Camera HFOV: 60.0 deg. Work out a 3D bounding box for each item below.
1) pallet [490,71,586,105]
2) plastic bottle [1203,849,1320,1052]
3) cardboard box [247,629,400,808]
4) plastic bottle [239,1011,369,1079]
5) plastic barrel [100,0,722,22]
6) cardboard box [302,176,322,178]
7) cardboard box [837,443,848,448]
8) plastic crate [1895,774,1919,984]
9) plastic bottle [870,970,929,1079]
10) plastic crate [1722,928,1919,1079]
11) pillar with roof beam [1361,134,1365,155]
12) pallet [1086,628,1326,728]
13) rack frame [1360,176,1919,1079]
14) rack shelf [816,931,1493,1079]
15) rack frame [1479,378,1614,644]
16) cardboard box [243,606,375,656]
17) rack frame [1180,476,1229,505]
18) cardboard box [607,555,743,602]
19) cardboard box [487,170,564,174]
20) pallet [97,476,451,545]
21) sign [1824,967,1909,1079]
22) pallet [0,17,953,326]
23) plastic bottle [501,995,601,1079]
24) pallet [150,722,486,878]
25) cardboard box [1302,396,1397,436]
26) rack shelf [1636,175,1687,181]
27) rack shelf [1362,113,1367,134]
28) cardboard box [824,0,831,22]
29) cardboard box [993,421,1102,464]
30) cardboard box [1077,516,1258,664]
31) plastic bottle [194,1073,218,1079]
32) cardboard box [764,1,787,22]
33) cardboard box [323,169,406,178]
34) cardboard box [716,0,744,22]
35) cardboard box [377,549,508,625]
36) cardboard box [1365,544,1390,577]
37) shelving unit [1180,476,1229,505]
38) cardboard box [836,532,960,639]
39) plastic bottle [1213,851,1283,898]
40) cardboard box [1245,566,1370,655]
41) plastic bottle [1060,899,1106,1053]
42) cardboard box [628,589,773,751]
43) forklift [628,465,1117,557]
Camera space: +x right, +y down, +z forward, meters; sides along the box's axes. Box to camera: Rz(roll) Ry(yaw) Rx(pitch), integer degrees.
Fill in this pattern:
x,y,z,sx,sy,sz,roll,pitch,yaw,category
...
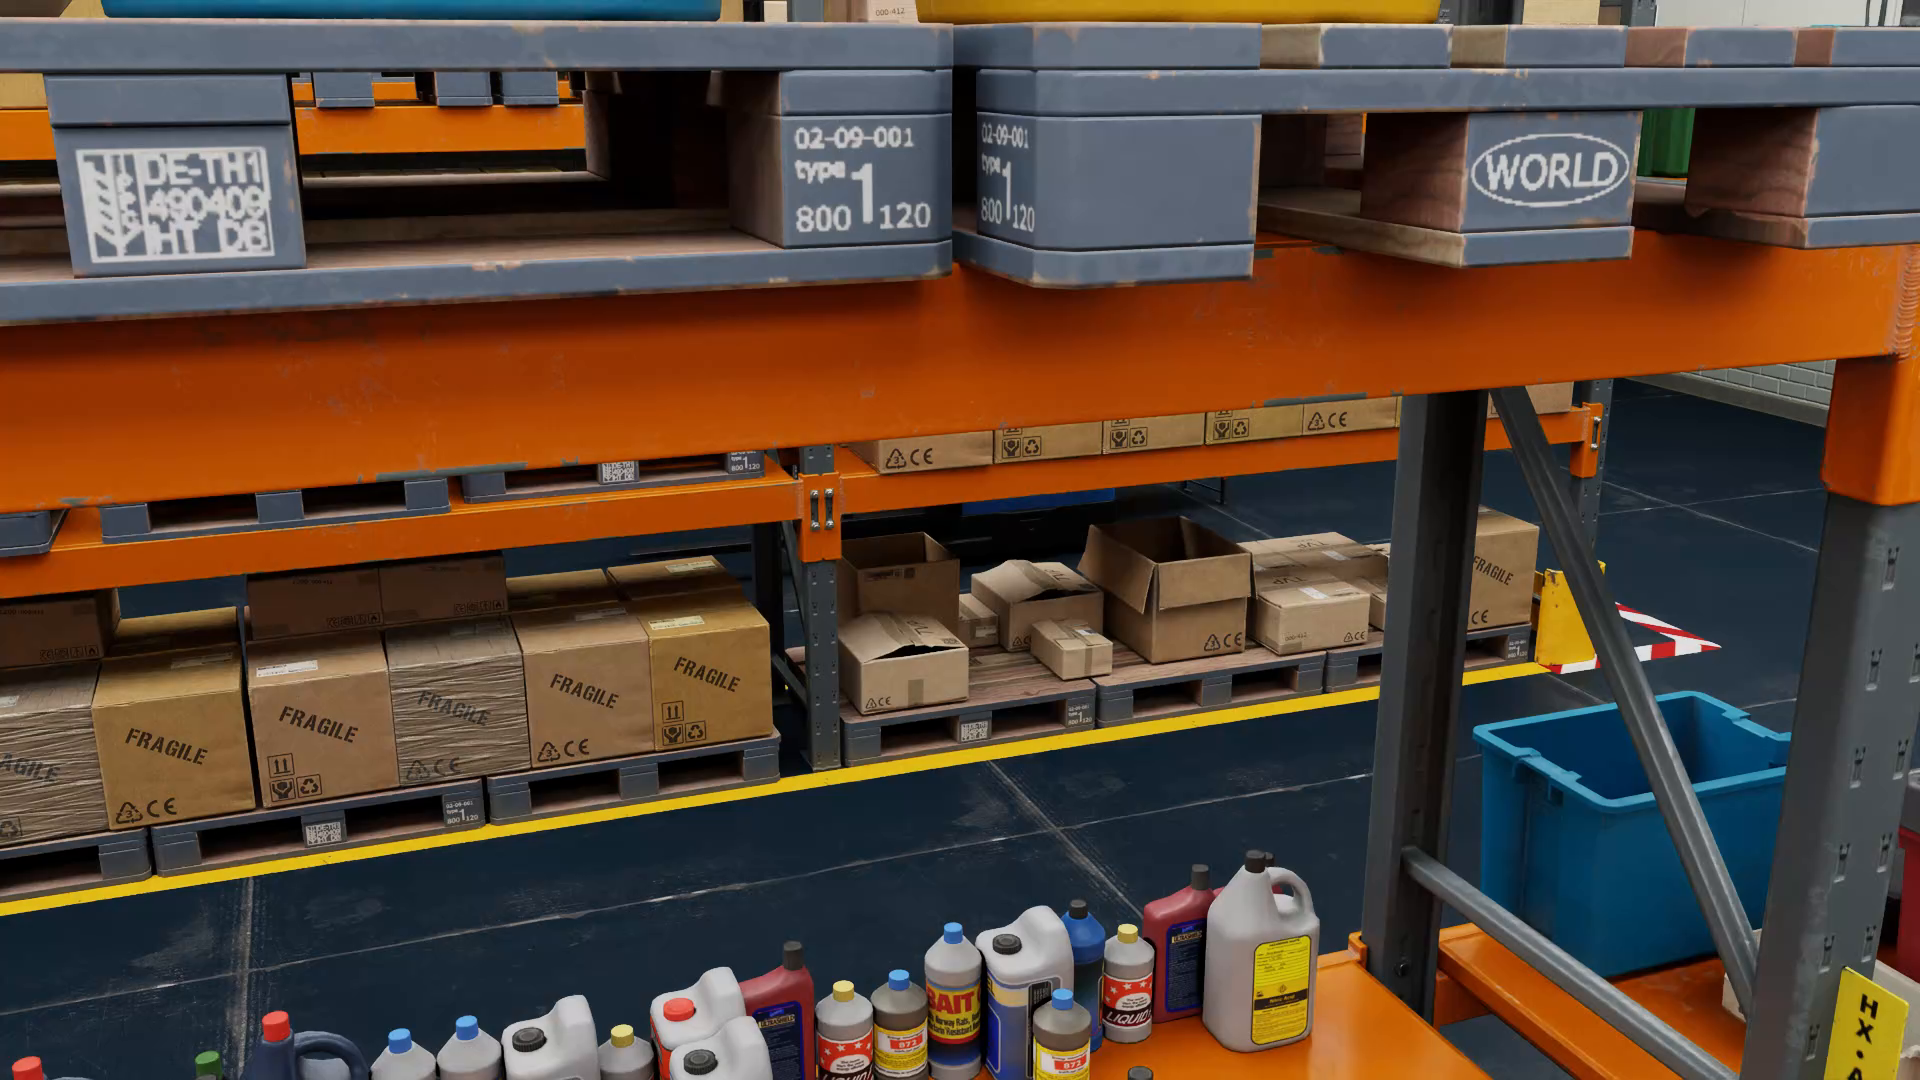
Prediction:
x,y,z,sx,sy,sz,roll,pitch,yaw,category
-1.386,-1.873,6.662,1.003,0.211,1.213,-6,17,-20,pallet
0.535,0.711,2.942,0.185,0.351,0.144,-6,17,-20,plastic bottle
-2.517,0.692,6.572,0.500,0.500,0.500,-7,18,-22,cardboard box
-0.965,0.854,2.453,0.185,0.351,0.144,-6,17,-20,plastic bottle
-0.522,-0.936,1.504,0.708,0.901,0.600,-6,17,-20,plastic barrel
-4.305,-2.168,10.584,0.500,0.250,0.500,-7,18,-21,cardboard box
-0.377,-0.737,7.606,0.500,0.500,0.500,-6,17,-19,cardboard box
1.940,0.649,2.844,0.583,0.464,0.402,-6,17,-20,plastic crate
-0.102,0.826,2.816,0.097,0.201,0.097,0,16,0,plastic bottle
1.503,0.821,2.840,0.243,0.136,0.396,-6,17,-20,plastic crate
4.959,-4.523,10.029,0.400,9.000,9.100,-6,17,-20,pillar with roof beam
1.031,0.574,8.269,1.213,0.211,1.003,-6,17,-20,pallet
1.017,0.733,2.780,0.127,3.000,1.000,-6,17,-20,rack frame
-0.851,1.279,2.194,4.000,0.370,1.077,-6,17,-20,rack shelf
2.983,-0.974,8.592,0.127,3.000,1.000,-6,17,-20,rack frame
-2.727,0.558,7.030,0.500,0.500,0.500,-7,18,-22,cardboard box
1.702,-0.844,11.476,0.032,1.125,0.500,-9,19,-28,rack frame
-1.291,0.402,7.561,0.500,0.500,0.500,-7,18,-23,cardboard box
-2.873,-2.320,11.102,0.500,0.250,0.500,-6,17,-19,cardboard box
-2.673,-0.273,6.544,1.213,0.211,1.003,-6,17,-20,pallet
1.212,0.745,2.247,0.005,0.325,0.100,-6,17,-20,sign
-0.738,-0.396,1.635,1.213,0.211,1.003,-6,17,-20,pallet
-0.633,0.855,2.582,0.135,0.276,0.152,-6,17,-20,plastic bottle
-2.639,0.983,6.876,1.213,0.211,1.003,-6,17,-20,pallet
1.711,-0.803,7.833,0.500,0.500,0.500,-6,17,-20,cardboard box
2.885,-0.563,3.145,4.000,0.370,1.077,-6,17,-20,rack shelf
1.116,-1.867,7.584,4.000,0.370,1.077,-6,17,-20,rack shelf
-0.395,-2.299,7.157,0.500,0.250,0.500,-6,17,-20,cardboard box
0.298,-0.651,7.314,0.500,0.500,0.500,-6,17,-19,cardboard box
1.001,0.225,8.158,0.637,0.503,0.797,-6,17,-20,cardboard box
-1.107,0.908,2.391,0.133,0.283,0.061,-6,17,-20,plastic bottle
-1.308,-3.539,11.344,0.500,0.250,0.500,-7,18,-21,cardboard box
-4.003,-2.350,11.205,0.500,0.250,0.500,-7,18,-22,cardboard box
-1.249,-2.276,6.602,0.600,0.600,0.600,-8,18,-25,cardboard box
-2.225,0.143,7.112,0.500,0.250,0.500,-6,17,-20,cardboard box
2.236,0.151,9.008,0.250,0.166,0.380,-6,17,-20,cardboard box
1.260,-0.773,11.235,1.048,1.125,0.538,-9,19,-28,shelving unit
-0.321,0.285,7.959,0.500,0.500,0.500,-6,17,-20,cardboard box
0.522,0.713,3.052,0.133,0.283,0.061,-6,17,-20,plastic bottle
1.666,0.341,8.211,0.500,0.250,0.500,-6,17,-20,cardboard box
0.205,0.759,2.919,0.097,0.271,0.097,0,16,0,plastic bottle
-1.110,0.542,7.083,0.500,0.500,0.500,-6,17,-20,cardboard box
-0.589,-1.343,9.971,3.031,2.935,1.130,-6,17,-20,forklift
